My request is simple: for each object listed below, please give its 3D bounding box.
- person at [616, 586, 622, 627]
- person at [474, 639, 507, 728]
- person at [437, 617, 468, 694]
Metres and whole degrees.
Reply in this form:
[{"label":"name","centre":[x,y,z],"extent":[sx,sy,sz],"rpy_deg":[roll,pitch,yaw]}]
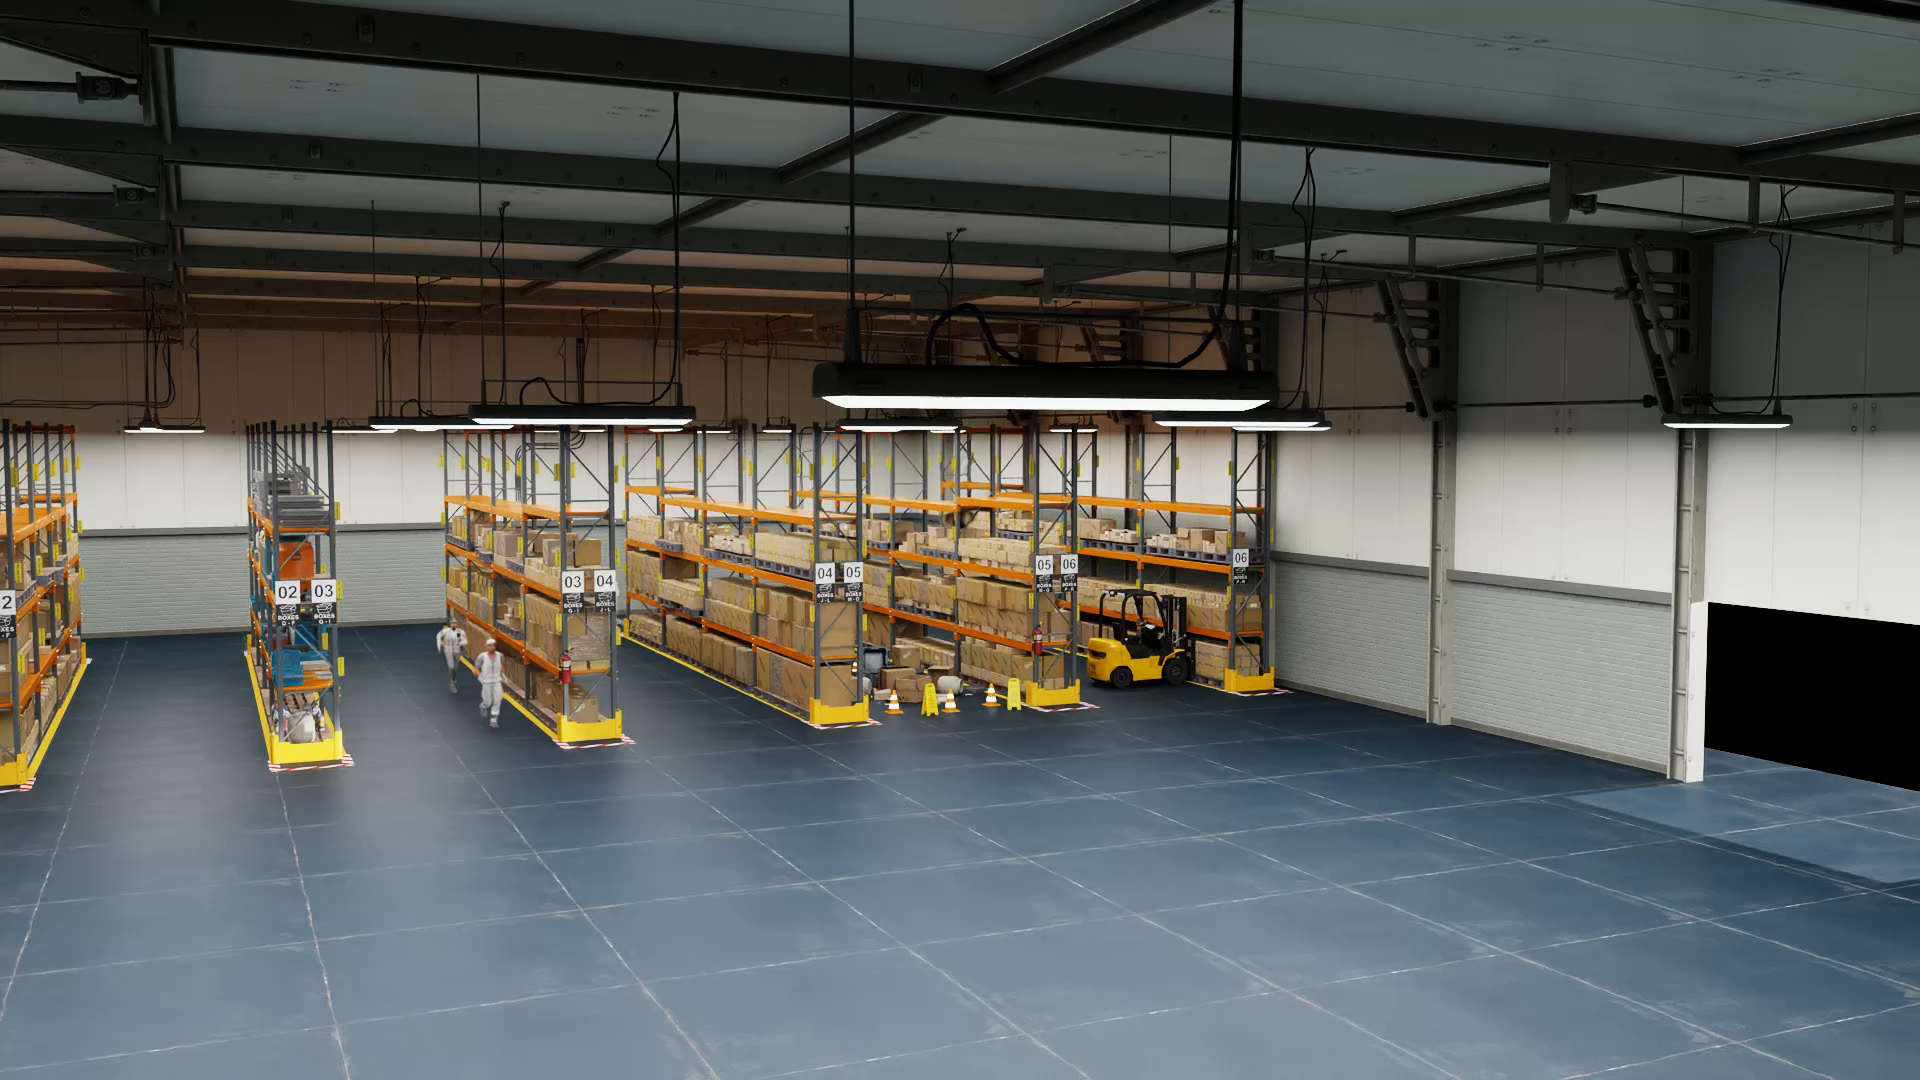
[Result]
[{"label":"person","centre":[-10.176,1.860,48.497],"extent":[0.812,1.708,0.774],"rpy_deg":[-3,5,-42]},{"label":"person","centre":[-9.261,2.800,32.814],"extent":[0.646,1.748,0.797],"rpy_deg":[-2,4,-29]},{"label":"person","centre":[-11.357,2.562,37.233],"extent":[0.636,1.727,0.828],"rpy_deg":[-2,4,-23]}]
